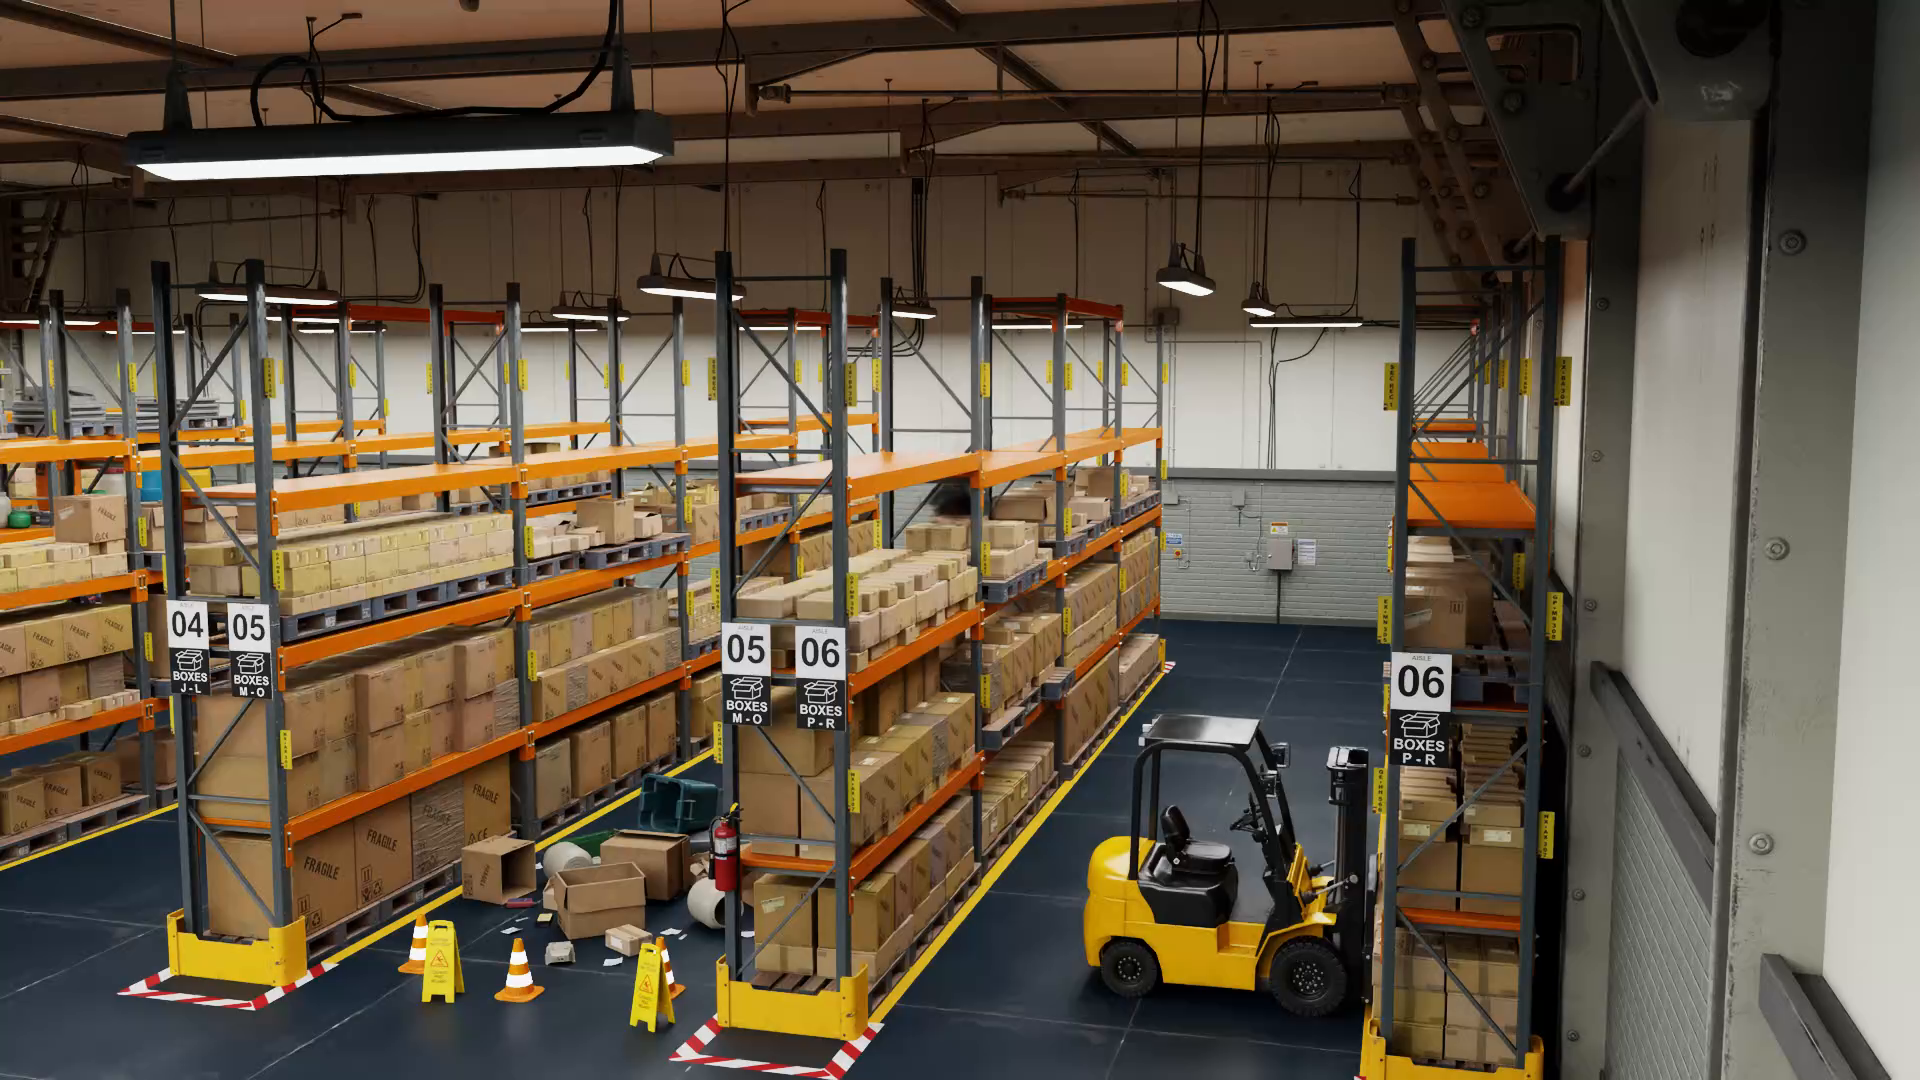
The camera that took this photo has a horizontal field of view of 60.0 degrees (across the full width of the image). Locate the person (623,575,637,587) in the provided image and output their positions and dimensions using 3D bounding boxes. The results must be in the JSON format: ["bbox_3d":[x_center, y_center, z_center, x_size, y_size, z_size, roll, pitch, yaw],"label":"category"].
[{"bbox_3d":[-5.594,1.365,28.396,0.626,1.642,0.684,1,6,12],"label":"person"}]
